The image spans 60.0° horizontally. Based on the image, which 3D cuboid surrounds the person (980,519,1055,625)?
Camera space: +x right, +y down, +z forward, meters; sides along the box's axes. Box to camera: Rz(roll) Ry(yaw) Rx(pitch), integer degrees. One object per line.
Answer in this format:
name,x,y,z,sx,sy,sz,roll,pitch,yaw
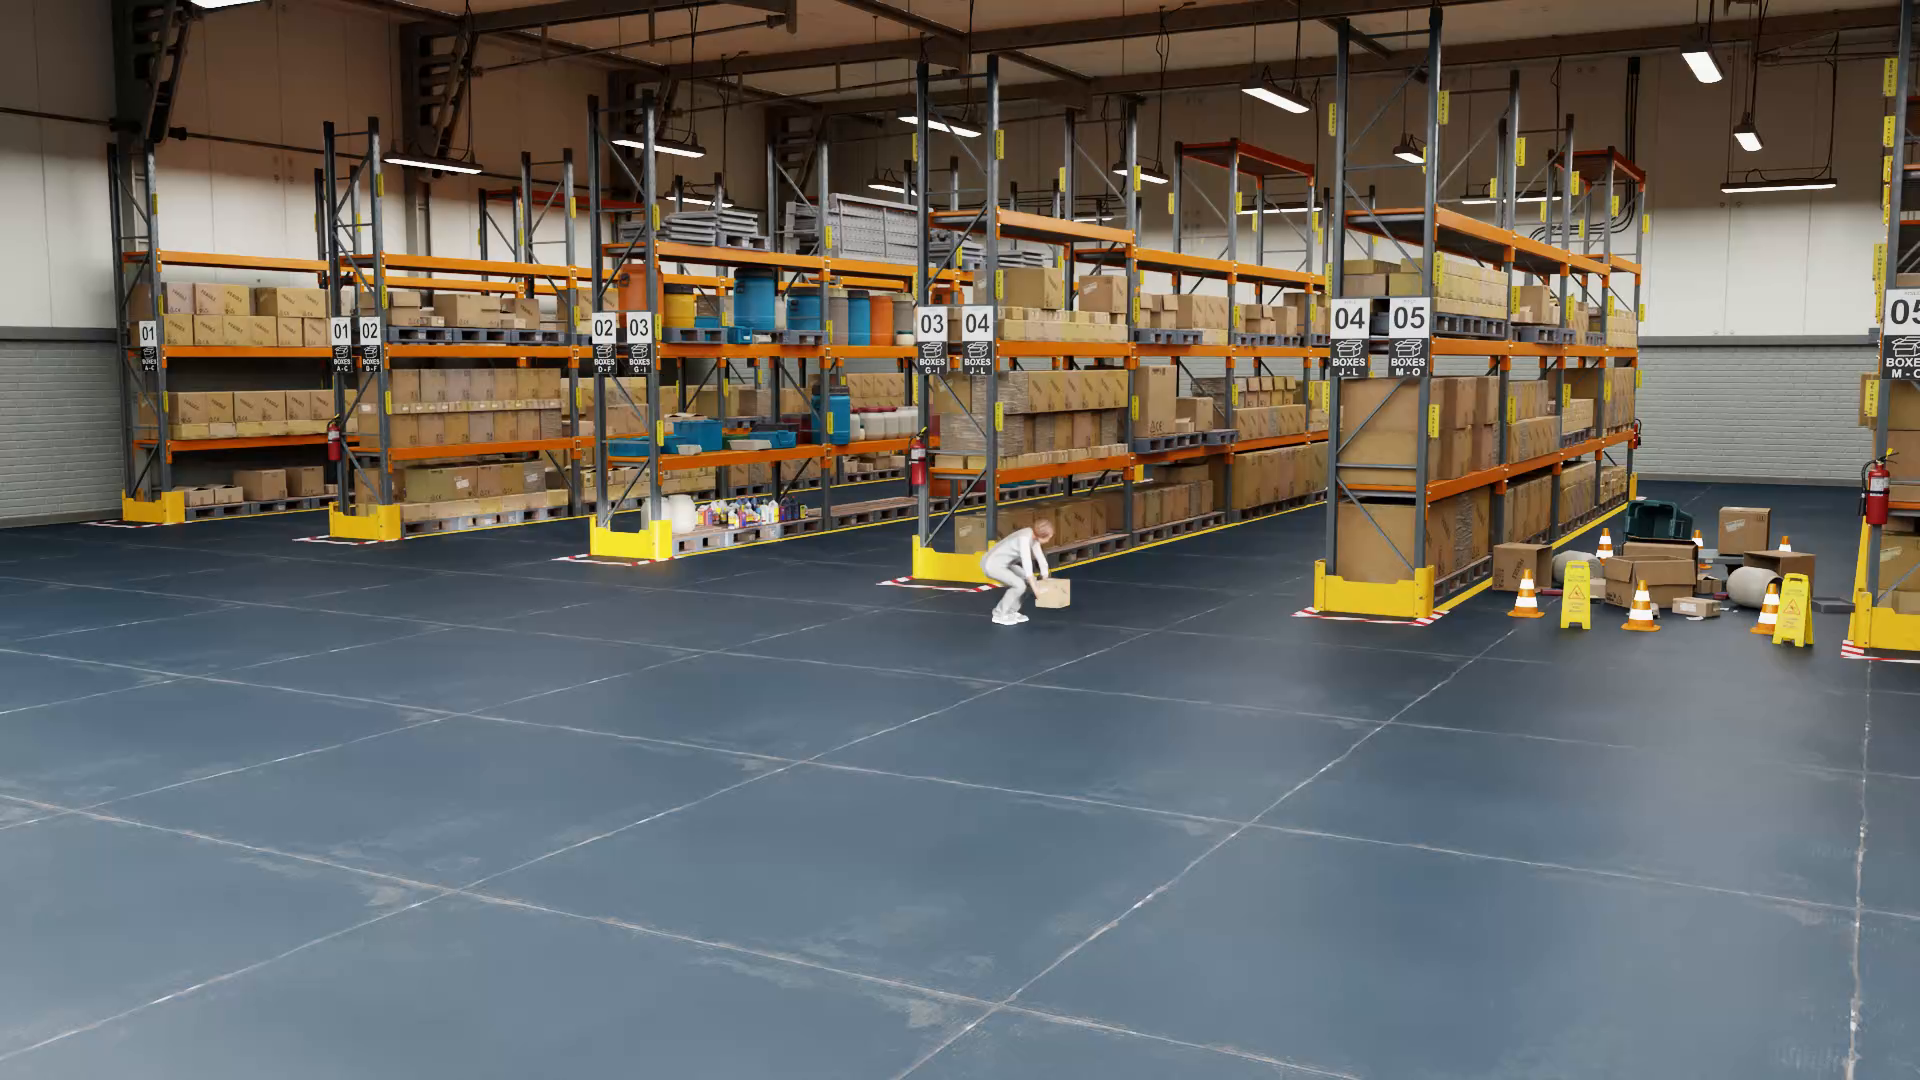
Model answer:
person,0.571,0.310,16.373,0.757,1.025,0.456,3,7,28
